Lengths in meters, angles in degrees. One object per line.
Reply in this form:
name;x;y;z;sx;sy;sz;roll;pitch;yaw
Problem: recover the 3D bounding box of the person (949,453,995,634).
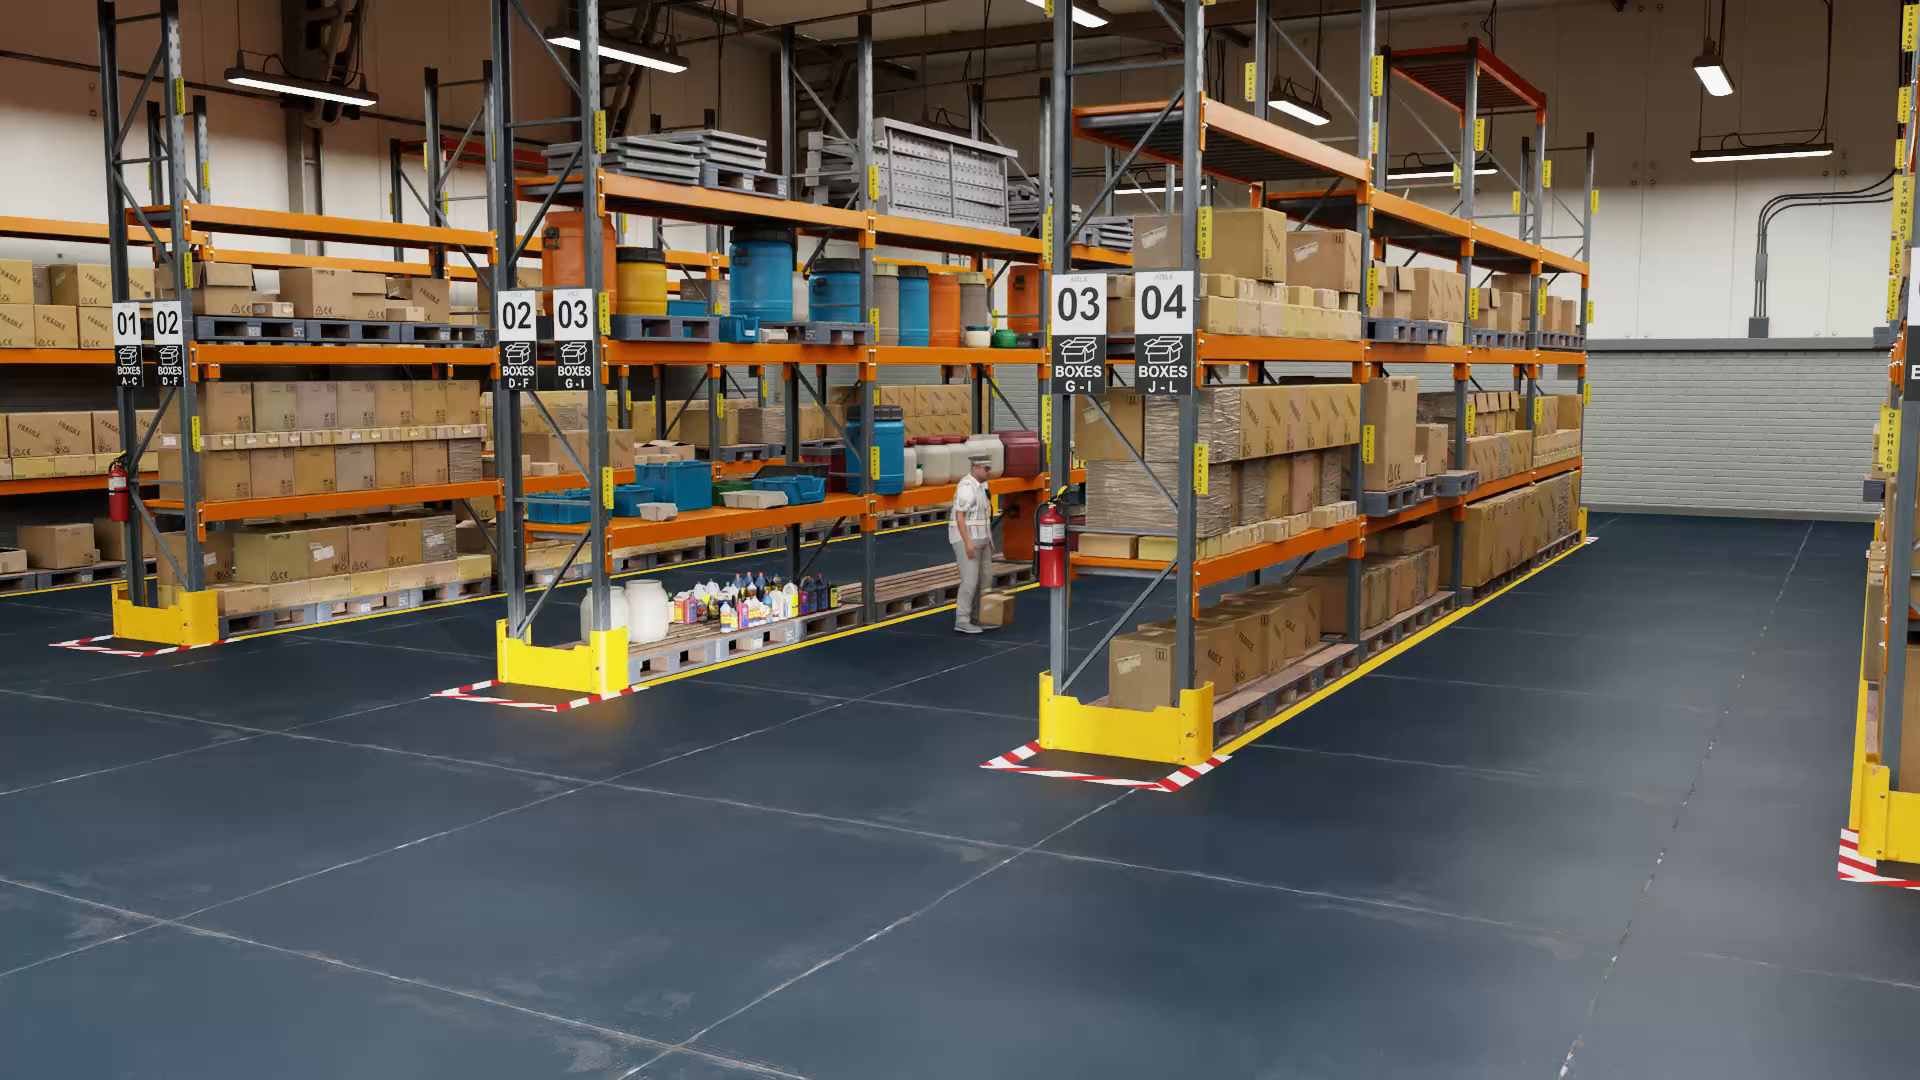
person;0.136;0.017;16.429;0.445;1.747;0.604;3;6;25
